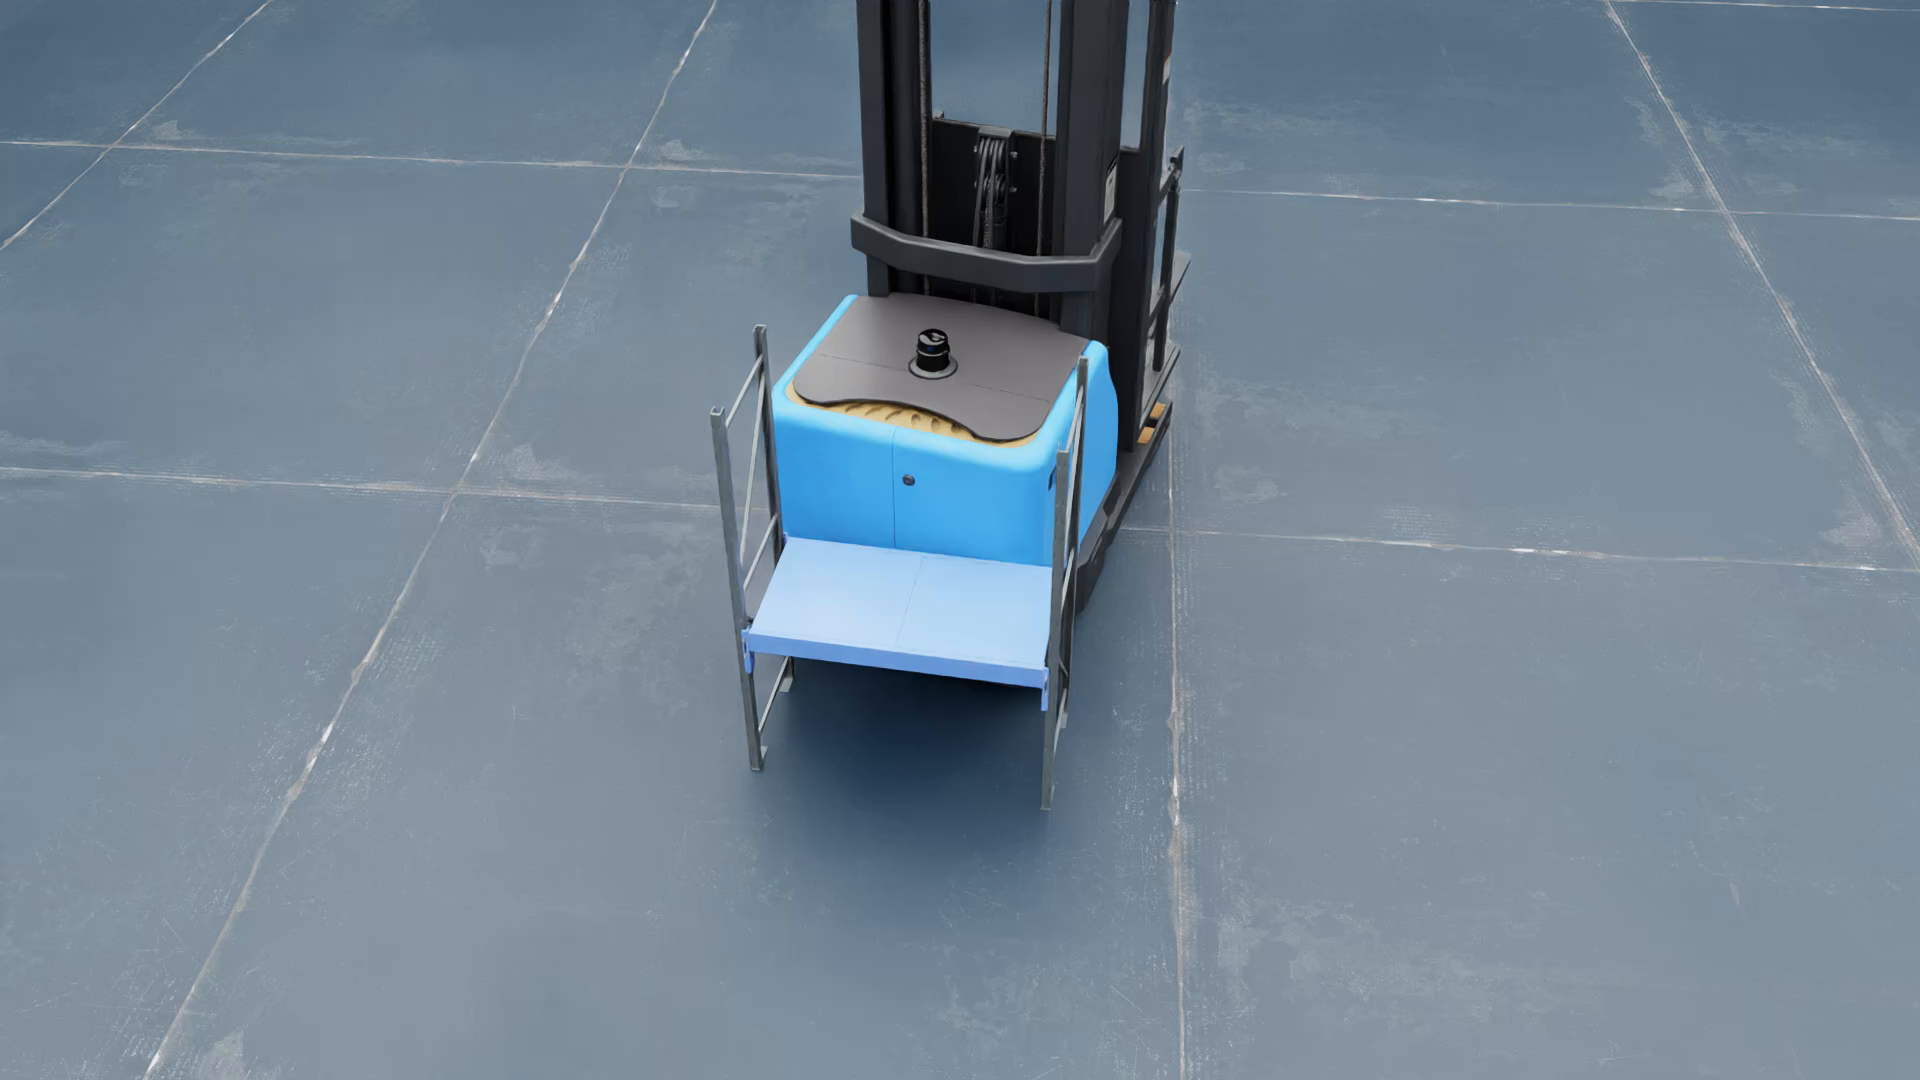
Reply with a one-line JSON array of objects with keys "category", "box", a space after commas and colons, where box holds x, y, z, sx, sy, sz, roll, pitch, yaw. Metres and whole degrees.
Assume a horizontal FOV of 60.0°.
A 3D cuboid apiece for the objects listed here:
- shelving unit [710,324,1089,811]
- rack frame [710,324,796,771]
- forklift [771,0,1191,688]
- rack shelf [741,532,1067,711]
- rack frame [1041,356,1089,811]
[{"category": "shelving unit", "box": [-0.166, 0.121, 5.413, 1.048, 1.500, 0.538, 7, 40, 8]}, {"category": "rack frame", "box": [-0.667, 0.063, 5.484, 0.032, 1.500, 0.500, 7, 40, 8]}, {"category": "forklift", "box": [0.289, -1.540, 6.320, 1.130, 2.935, 3.031, 13, 41, 15]}, {"category": "rack shelf", "box": [-0.166, 0.261, 5.527, 1.000, 0.185, 0.538, 7, 40, 8]}, {"category": "rack frame", "box": [0.334, 0.179, 5.342, 0.032, 1.500, 0.500, 7, 40, 8]}]
